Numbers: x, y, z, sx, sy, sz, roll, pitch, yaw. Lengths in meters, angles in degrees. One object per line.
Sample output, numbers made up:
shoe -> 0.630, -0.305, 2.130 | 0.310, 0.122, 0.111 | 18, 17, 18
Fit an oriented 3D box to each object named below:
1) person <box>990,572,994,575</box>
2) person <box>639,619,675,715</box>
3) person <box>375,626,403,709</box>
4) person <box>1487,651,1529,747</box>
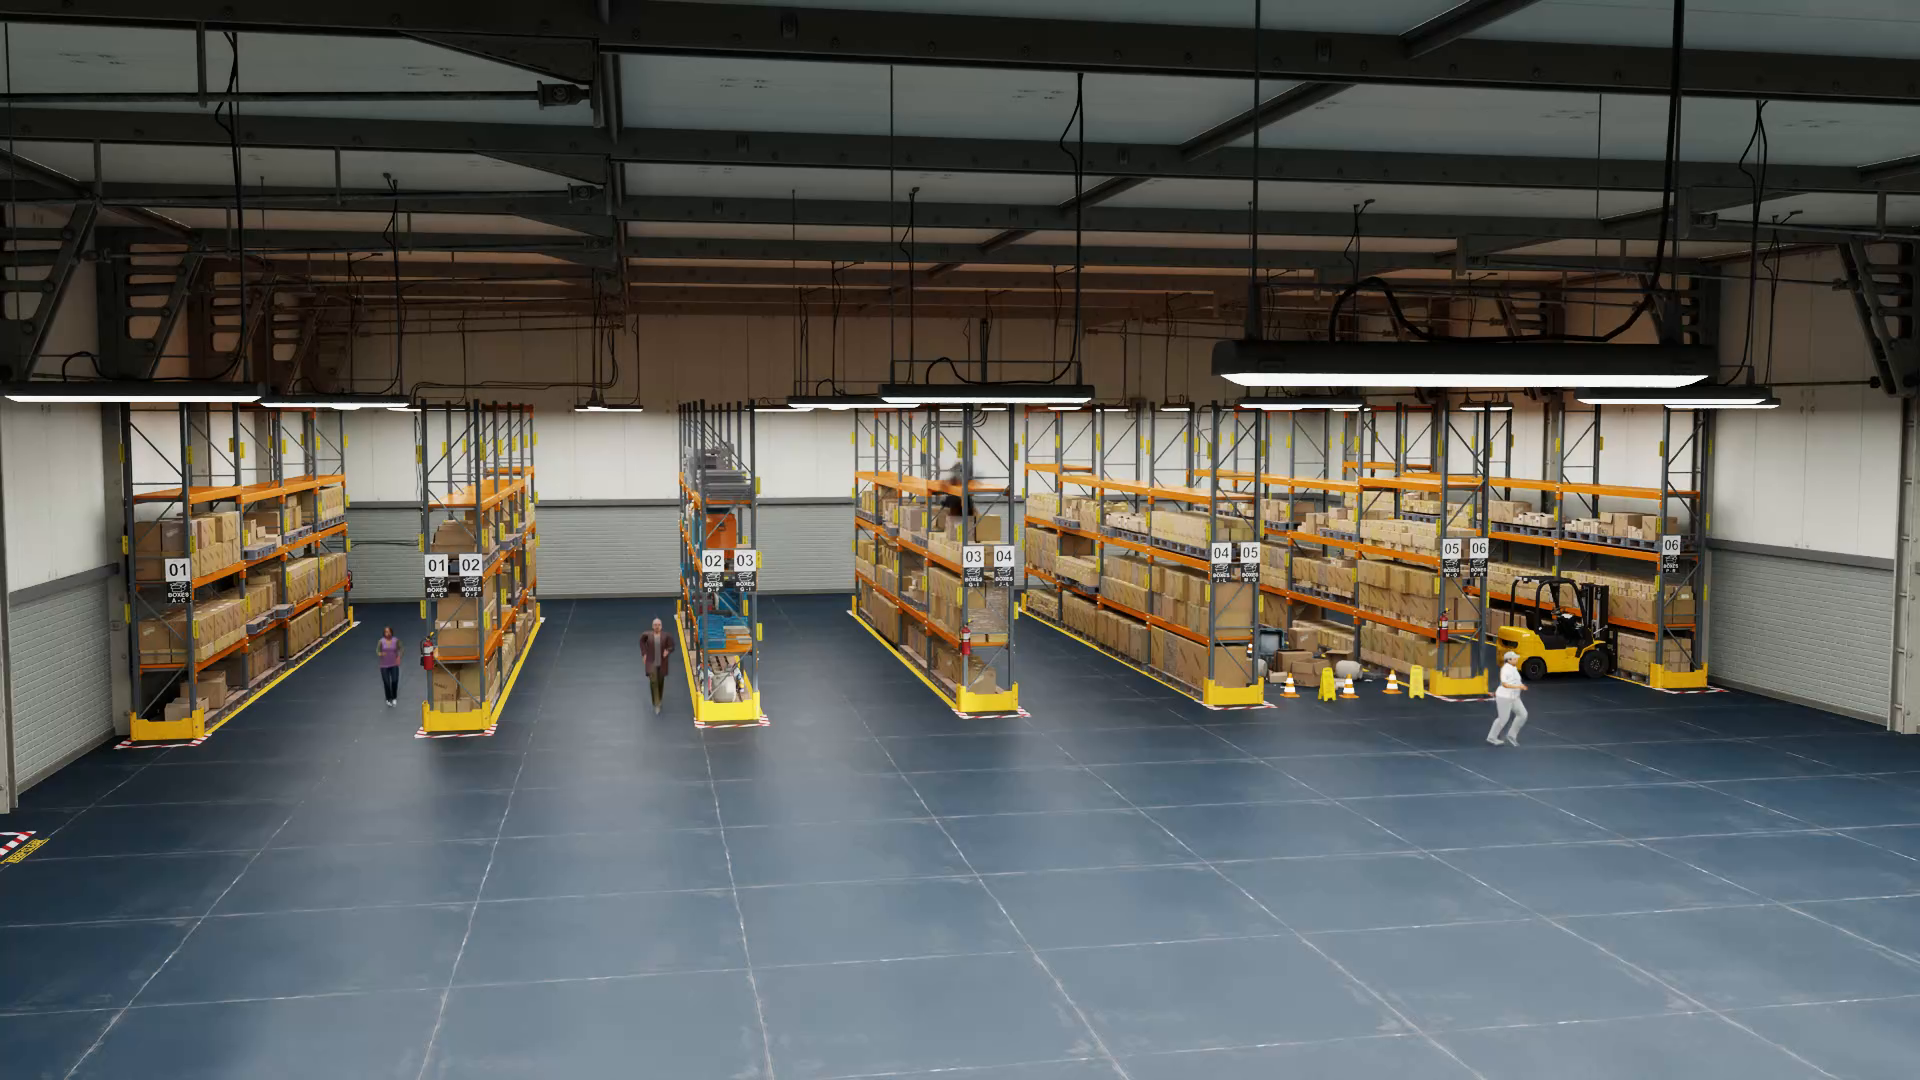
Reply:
person -> 1.007, 1.310, 46.410 | 0.697, 1.783, 0.927 | -1, 4, -13
person -> -5.849, 2.409, 32.155 | 0.646, 1.806, 1.008 | -1, 5, -17
person -> -11.104, 2.483, 32.378 | 0.517, 1.608, 0.639 | -1, 5, -19
person -> 9.444, 2.754, 28.602 | 0.695, 1.684, 0.588 | 3, 5, 38
